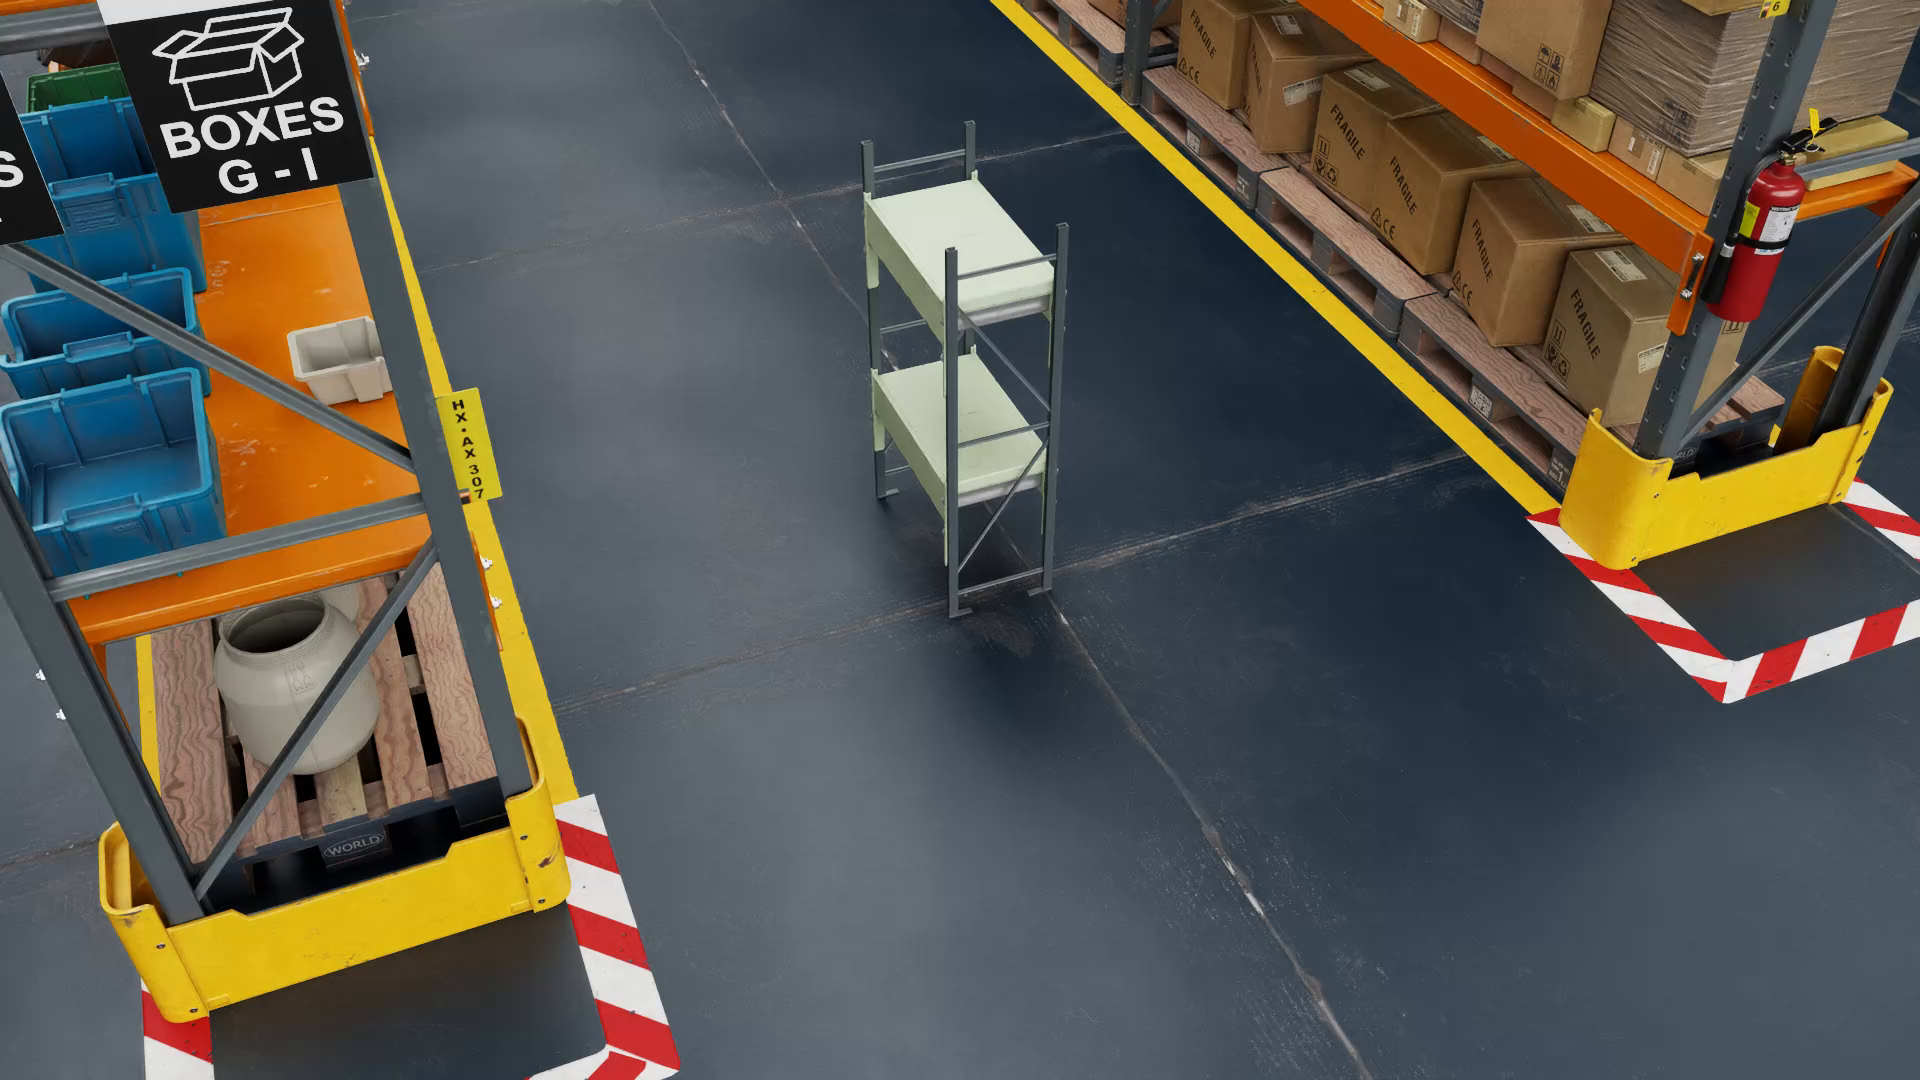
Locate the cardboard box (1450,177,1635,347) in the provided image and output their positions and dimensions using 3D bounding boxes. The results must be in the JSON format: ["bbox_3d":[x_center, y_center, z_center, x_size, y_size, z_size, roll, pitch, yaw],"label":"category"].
[{"bbox_3d":[2.404,-1.161,6.894,0.500,0.500,0.500,-5,41,-6],"label":"cardboard box"}]

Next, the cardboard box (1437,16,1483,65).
[{"bbox_3d":[2.095,-1.991,6.458,0.380,0.149,0.250,-15,43,-17],"label":"cardboard box"}]

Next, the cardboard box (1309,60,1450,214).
[{"bbox_3d":[2.010,-1.890,7.742,0.500,0.500,0.500,-19,44,-21],"label":"cardboard box"}]

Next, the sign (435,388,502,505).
[{"bbox_3d":[-1.178,-0.221,3.995,0.100,0.325,0.005,-15,43,-17],"label":"sign"}]

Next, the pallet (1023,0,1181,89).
[{"bbox_3d":[1.058,-3.038,9.621,1.003,0.211,1.213,-15,43,-17],"label":"pallet"}]

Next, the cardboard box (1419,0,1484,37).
[{"bbox_3d":[2.249,-2.290,6.307,0.875,0.500,0.500,-15,43,-17],"label":"cardboard box"}]

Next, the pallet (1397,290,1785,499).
[{"bbox_3d":[2.581,-0.704,6.907,1.003,0.211,1.213,-15,43,-17],"label":"pallet"}]

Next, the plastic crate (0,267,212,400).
[{"bbox_3d":[-2.399,-0.545,4.697,0.499,0.251,0.408,-15,43,-17],"label":"plastic crate"}]

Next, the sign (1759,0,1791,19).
[{"bbox_3d":[2.367,-1.650,4.738,0.100,0.325,0.005,-15,43,-17],"label":"sign"}]

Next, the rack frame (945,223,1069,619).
[{"bbox_3d":[0.143,-0.344,5.500,0.400,1.500,0.023,-15,43,-17],"label":"rack frame"}]

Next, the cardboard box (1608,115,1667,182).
[{"bbox_3d":[2.493,-1.393,5.762,0.380,0.149,0.250,-15,43,-17],"label":"cardboard box"}]

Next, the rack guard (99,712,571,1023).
[{"bbox_3d":[-1.761,0.932,4.783,1.175,0.500,0.348,-15,43,-17],"label":"rack guard"}]

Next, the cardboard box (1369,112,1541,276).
[{"bbox_3d":[2.182,-1.543,7.338,0.500,0.500,0.500,-11,42,-13],"label":"cardboard box"}]

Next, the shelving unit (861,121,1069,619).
[{"bbox_3d":[0.003,-0.565,5.756,0.431,1.500,0.755,-15,43,-17],"label":"shelving unit"}]

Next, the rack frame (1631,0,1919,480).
[{"bbox_3d":[2.888,-1.217,5.365,1.000,3.000,0.127,-15,43,-17],"label":"rack frame"}]

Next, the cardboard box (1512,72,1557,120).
[{"bbox_3d":[2.268,-1.685,6.102,0.380,0.149,0.250,-15,43,-17],"label":"cardboard box"}]

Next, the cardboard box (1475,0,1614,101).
[{"bbox_3d":[2.401,-1.978,5.944,0.875,0.500,0.500,-15,43,-17],"label":"cardboard box"}]

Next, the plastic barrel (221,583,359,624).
[{"bbox_3d":[-2.202,0.123,5.393,0.421,0.512,0.421,0,41,0],"label":"plastic barrel"}]

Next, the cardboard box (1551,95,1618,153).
[{"bbox_3d":[2.350,-1.531,5.922,0.380,0.149,0.250,-15,43,-17],"label":"cardboard box"}]

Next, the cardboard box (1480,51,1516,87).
[{"bbox_3d":[2.211,-1.846,6.289,0.380,0.149,0.250,-15,43,-17],"label":"cardboard box"}]

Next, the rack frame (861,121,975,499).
[{"bbox_3d":[-0.137,-0.785,6.013,0.400,1.500,0.023,-15,43,-17],"label":"rack frame"}]

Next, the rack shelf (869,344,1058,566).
[{"bbox_3d":[0.003,-0.317,5.969,0.431,0.370,0.720,-15,43,-17],"label":"rack shelf"}]

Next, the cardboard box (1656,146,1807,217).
[{"bbox_3d":[2.588,-1.242,5.587,0.380,0.149,0.250,-15,43,-17],"label":"cardboard box"}]

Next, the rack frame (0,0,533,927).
[{"bbox_3d":[-1.688,0.018,3.928,1.000,3.000,0.127,-15,43,-17],"label":"rack frame"}]

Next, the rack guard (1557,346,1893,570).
[{"bbox_3d":[2.859,-0.315,6.233,1.175,0.500,0.348,-15,43,-17],"label":"rack guard"}]

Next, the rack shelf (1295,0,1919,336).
[{"bbox_3d":[2.123,-2.150,7.001,1.077,0.370,4.000,-15,43,-17],"label":"rack shelf"}]

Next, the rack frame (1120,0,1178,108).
[{"bbox_3d":[1.357,-3.627,8.167,1.000,3.000,0.127,-15,43,-17],"label":"rack frame"}]

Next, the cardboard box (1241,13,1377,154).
[{"bbox_3d":[1.700,-2.244,8.155,0.500,0.500,0.500,-3,41,-3],"label":"cardboard box"}]

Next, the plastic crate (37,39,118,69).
[{"bbox_3d":[-3.136,-2.021,6.347,0.767,0.338,0.504,-15,43,-17],"label":"plastic crate"}]

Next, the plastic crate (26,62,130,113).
[{"bbox_3d":[-2.960,-1.423,5.767,0.450,0.188,0.662,-15,43,-17],"label":"plastic crate"}]

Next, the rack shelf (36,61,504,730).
[{"bbox_3d":[-2.453,-0.914,5.564,1.077,0.370,4.000,-15,43,-17],"label":"rack shelf"}]

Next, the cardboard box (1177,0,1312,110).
[{"bbox_3d":[1.473,-2.588,8.554,0.500,0.500,0.500,-16,43,-18],"label":"cardboard box"}]

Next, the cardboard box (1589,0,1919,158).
[{"bbox_3d":[2.703,-1.706,5.629,0.875,0.500,0.500,-15,43,-17],"label":"cardboard box"}]

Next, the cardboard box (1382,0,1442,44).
[{"bbox_3d":[1.917,-2.120,6.607,0.380,0.149,0.250,-15,43,-17],"label":"cardboard box"}]

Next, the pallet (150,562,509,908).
[{"bbox_3d":[-2.067,0.551,5.448,1.003,0.211,1.213,-15,43,-17],"label":"pallet"}]

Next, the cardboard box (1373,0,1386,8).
[{"bbox_3d":[1.886,-2.288,6.802,0.380,0.149,0.250,-15,43,-17],"label":"cardboard box"}]

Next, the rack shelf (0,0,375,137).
[{"bbox_3d":[-2.453,-2.051,4.586,1.077,0.370,4.000,-15,43,-17],"label":"rack shelf"}]

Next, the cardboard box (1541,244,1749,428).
[{"bbox_3d":[2.664,-0.809,6.486,0.500,0.500,0.500,-8,41,-9],"label":"cardboard box"}]

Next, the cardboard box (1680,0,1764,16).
[{"bbox_3d":[2.449,-2.017,5.223,0.500,0.500,0.500,-15,43,-17],"label":"cardboard box"}]

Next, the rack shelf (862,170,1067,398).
[{"bbox_3d":[0.003,-0.861,5.502,0.431,0.370,0.720,-15,43,-17],"label":"rack shelf"}]

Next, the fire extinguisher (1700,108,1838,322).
[{"bbox_3d":[2.506,-1.004,5.177,0.296,0.674,0.183,-15,43,-17],"label":"fire extinguisher"}]

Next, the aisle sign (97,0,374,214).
[{"bbox_3d":[-1.390,-0.997,3.115,0.394,0.787,0.004,-15,43,-17],"label":"aisle sign"}]

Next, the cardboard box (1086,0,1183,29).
[{"bbox_3d":[1.142,-3.221,9.275,0.700,0.500,0.500,-18,44,-20],"label":"cardboard box"}]

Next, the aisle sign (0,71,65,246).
[{"bbox_3d":[-1.935,-0.850,2.944,0.394,0.787,0.004,-15,43,-17],"label":"aisle sign"}]

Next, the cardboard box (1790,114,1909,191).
[{"bbox_3d":[2.999,-1.353,5.716,0.380,0.149,0.250,-15,43,-17],"label":"cardboard box"}]

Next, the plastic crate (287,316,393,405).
[{"bbox_3d":[-1.733,-0.501,4.735,0.298,0.136,0.250,-15,43,-17],"label":"plastic crate"}]

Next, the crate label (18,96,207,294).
[{"bbox_3d":[-2.642,-1.037,5.128,0.502,0.435,0.616,-15,43,-17],"label":"crate label"}]

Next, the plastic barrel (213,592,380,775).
[{"bbox_3d":[-2.011,0.425,5.041,0.421,0.512,0.421,0,41,0],"label":"plastic barrel"}]

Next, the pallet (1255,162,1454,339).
[{"bbox_3d":[2.118,-1.438,7.760,1.003,0.211,1.213,-15,43,-17],"label":"pallet"}]

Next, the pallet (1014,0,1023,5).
[{"bbox_3d":[0.587,-3.774,10.477,1.003,0.211,1.213,-15,43,-17],"label":"pallet"}]

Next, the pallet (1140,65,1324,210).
[{"bbox_3d":[1.647,-2.174,8.616,1.003,0.211,1.213,-15,43,-17],"label":"pallet"}]

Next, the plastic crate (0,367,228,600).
[{"bbox_3d":[-2.156,-0.152,4.241,0.499,0.251,0.616,-15,43,-17],"label":"plastic crate"}]
